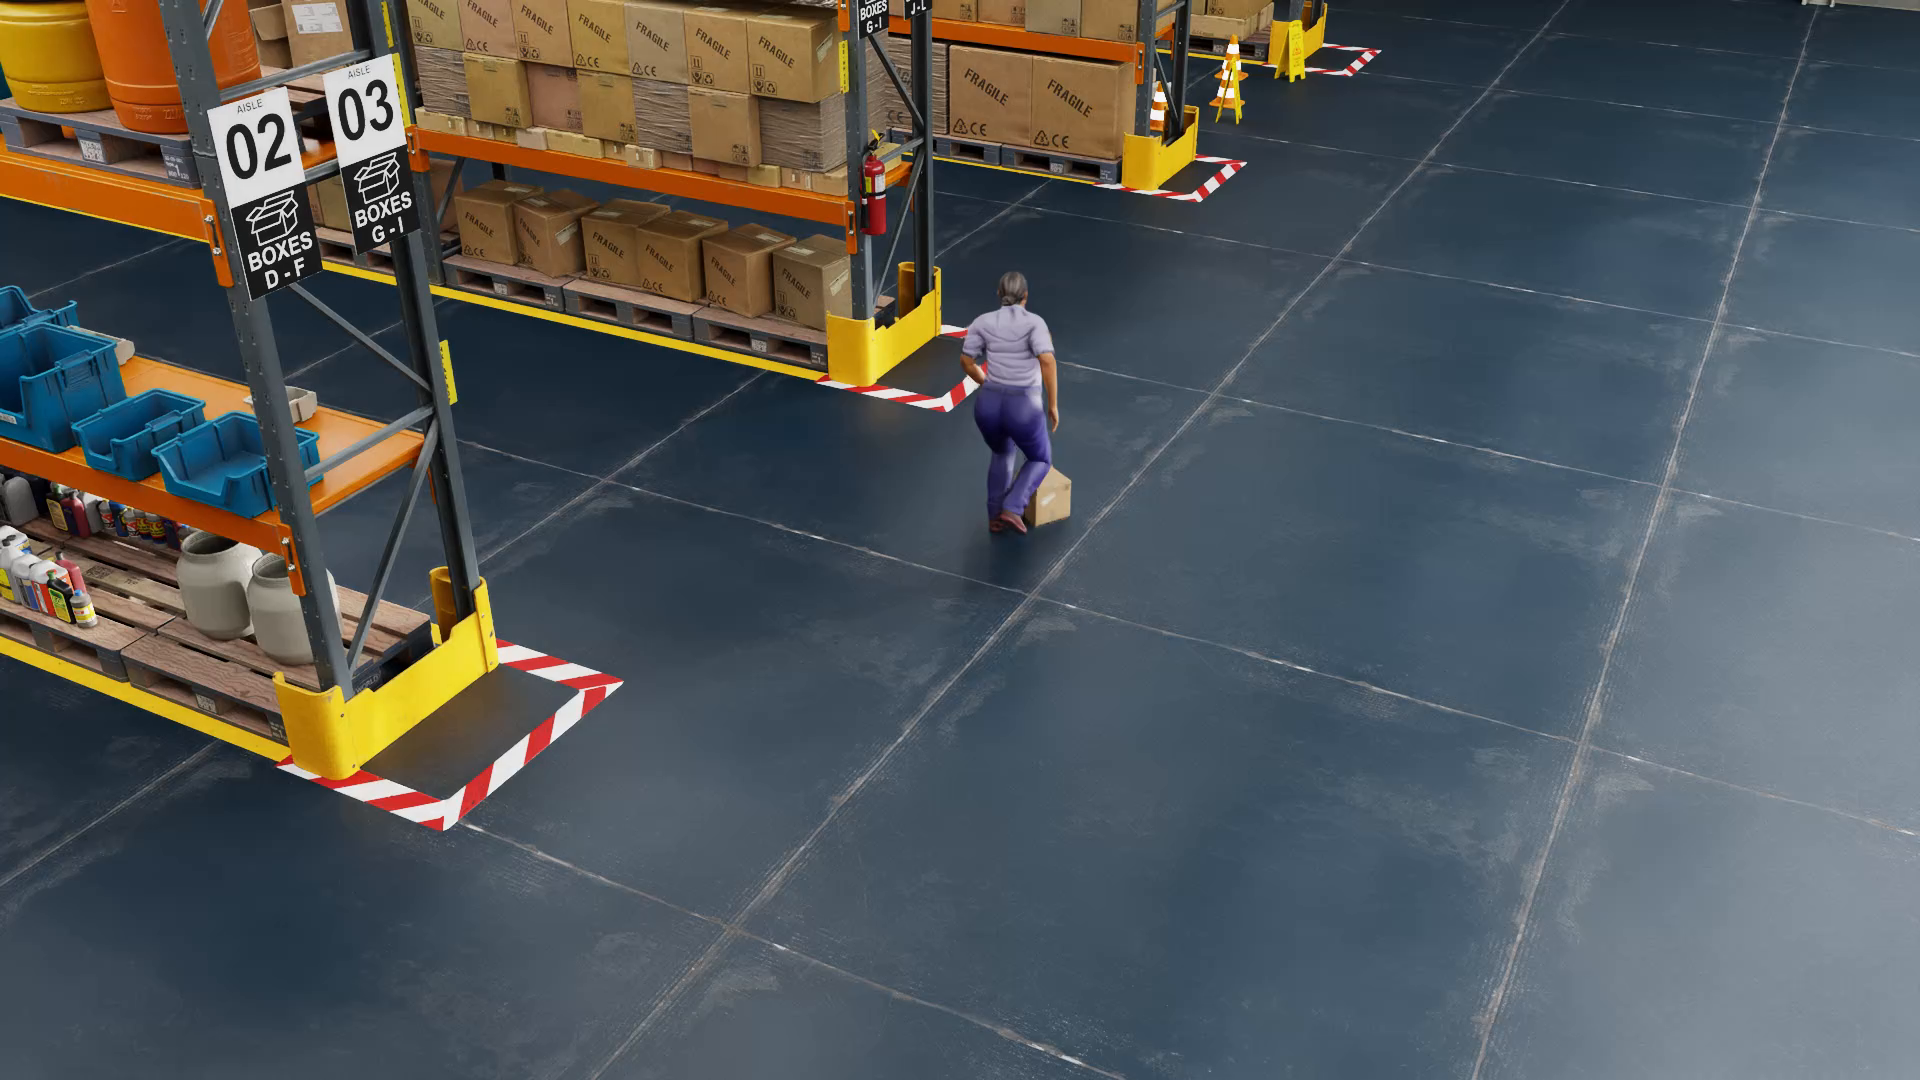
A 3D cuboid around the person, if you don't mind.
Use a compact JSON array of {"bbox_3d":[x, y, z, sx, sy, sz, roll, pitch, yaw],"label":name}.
[{"bbox_3d":[0.308,-0.791,9.750,0.677,1.554,0.589,11,32,18],"label":"person"}]
